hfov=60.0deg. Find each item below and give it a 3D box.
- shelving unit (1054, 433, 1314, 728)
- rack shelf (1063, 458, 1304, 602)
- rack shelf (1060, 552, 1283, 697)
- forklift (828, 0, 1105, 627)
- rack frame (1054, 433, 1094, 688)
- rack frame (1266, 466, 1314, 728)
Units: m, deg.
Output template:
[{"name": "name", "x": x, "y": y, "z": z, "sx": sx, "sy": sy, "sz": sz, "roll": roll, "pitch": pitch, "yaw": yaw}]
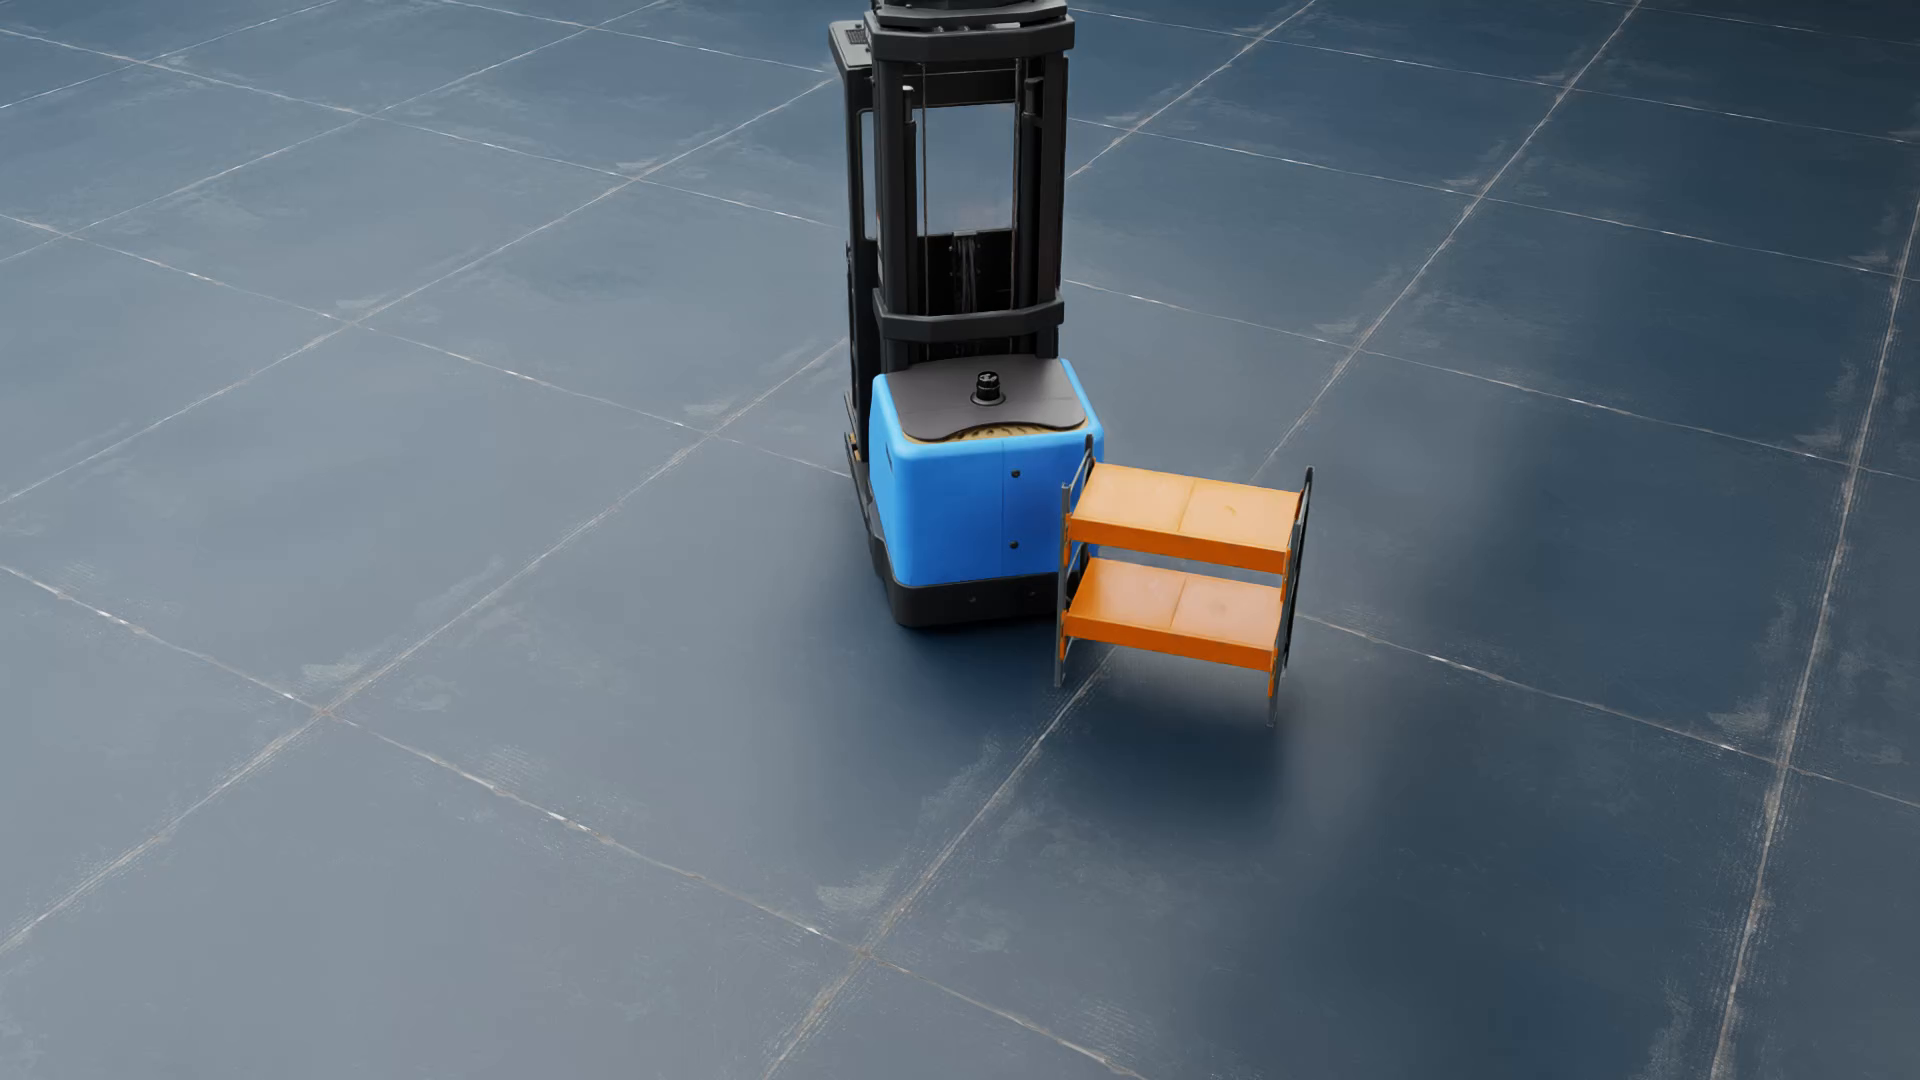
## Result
[{"name": "shelving unit", "x": 1.023, "y": 0.187, "z": 7.725, "sx": 1.048, "sy": 1.125, "sz": 0.538, "roll": 9, "pitch": 35, "yaw": 14}, {"name": "rack shelf", "x": 1.023, "y": -0.057, "z": 7.563, "sx": 1.000, "sy": 0.278, "sz": 0.538, "roll": 9, "pitch": 35, "yaw": 14}, {"name": "rack shelf", "x": 1.023, "y": 0.390, "z": 7.861, "sx": 1.000, "sy": 0.278, "sz": 0.538, "roll": 9, "pitch": 35, "yaw": 14}, {"name": "forklift", "x": -0.061, "y": -1.596, "z": 8.773, "sx": 1.130, "sy": 2.935, "sz": 3.031, "roll": -6, "pitch": 34, "yaw": -9}, {"name": "rack frame", "x": 0.536, "y": 0.106, "z": 7.848, "sx": 0.032, "sy": 1.125, "sz": 0.500, "roll": 9, "pitch": 35, "yaw": 14}, {"name": "rack frame", "x": 1.509, "y": 0.268, "z": 7.603, "sx": 0.032, "sy": 1.125, "sz": 0.500, "roll": 9, "pitch": 35, "yaw": 14}]
